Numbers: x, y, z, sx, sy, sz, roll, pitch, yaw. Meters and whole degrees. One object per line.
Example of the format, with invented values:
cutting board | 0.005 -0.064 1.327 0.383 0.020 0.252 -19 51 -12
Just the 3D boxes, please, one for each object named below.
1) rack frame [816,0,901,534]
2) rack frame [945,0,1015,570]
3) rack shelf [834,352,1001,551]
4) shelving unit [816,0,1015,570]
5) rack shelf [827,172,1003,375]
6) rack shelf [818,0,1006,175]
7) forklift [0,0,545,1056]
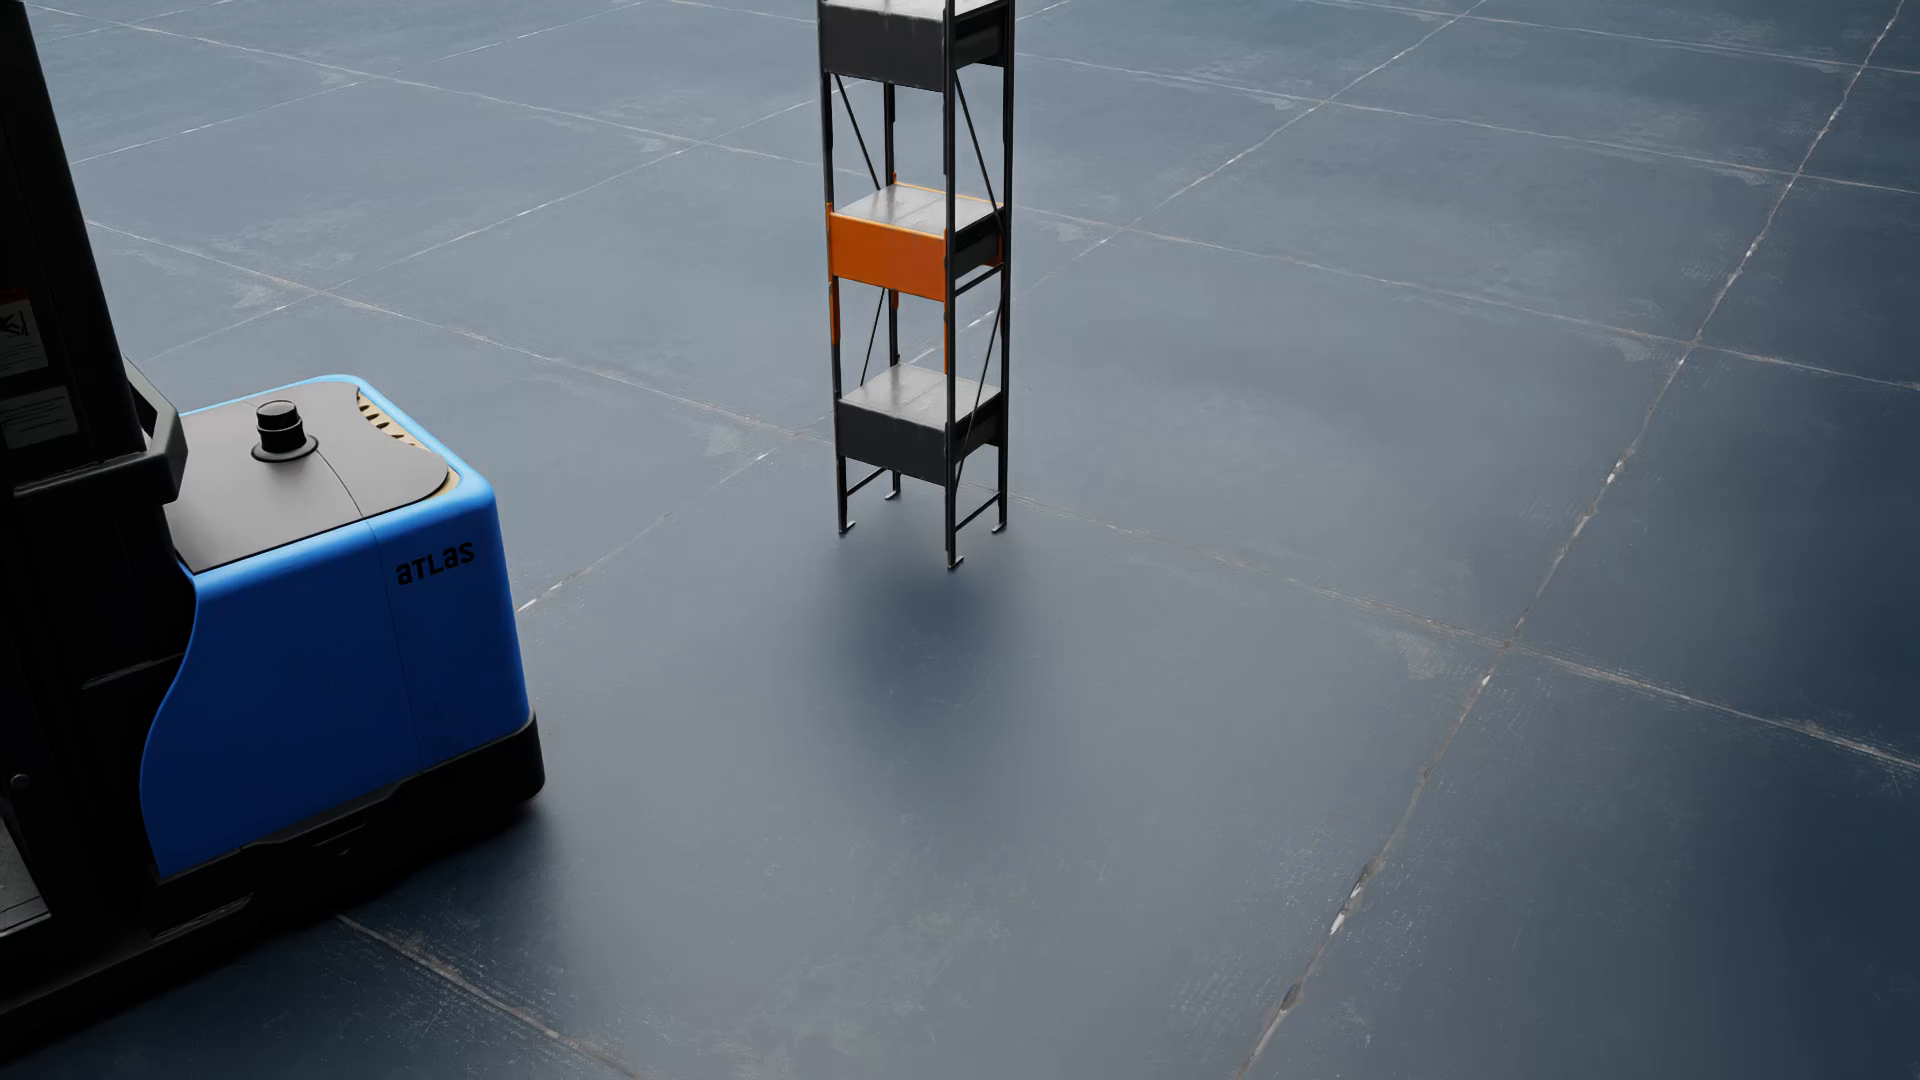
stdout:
rack frame | -0.347 -1.017 5.909 0.015 2.100 0.400 18 35 27
rack frame | 0.066 -0.886 5.685 0.015 2.100 0.400 18 35 27
rack shelf | -0.140 -0.335 6.157 0.480 0.518 0.431 18 35 27
shelving unit | -0.140 -0.951 5.797 0.503 2.100 0.431 18 35 27
rack shelf | -0.140 -0.940 5.804 0.480 0.518 0.431 18 35 27
rack shelf | -0.140 -1.544 5.451 0.480 0.518 0.431 18 35 27
forklift | -2.678 -0.199 3.683 3.031 2.935 1.130 -23 37 -33
